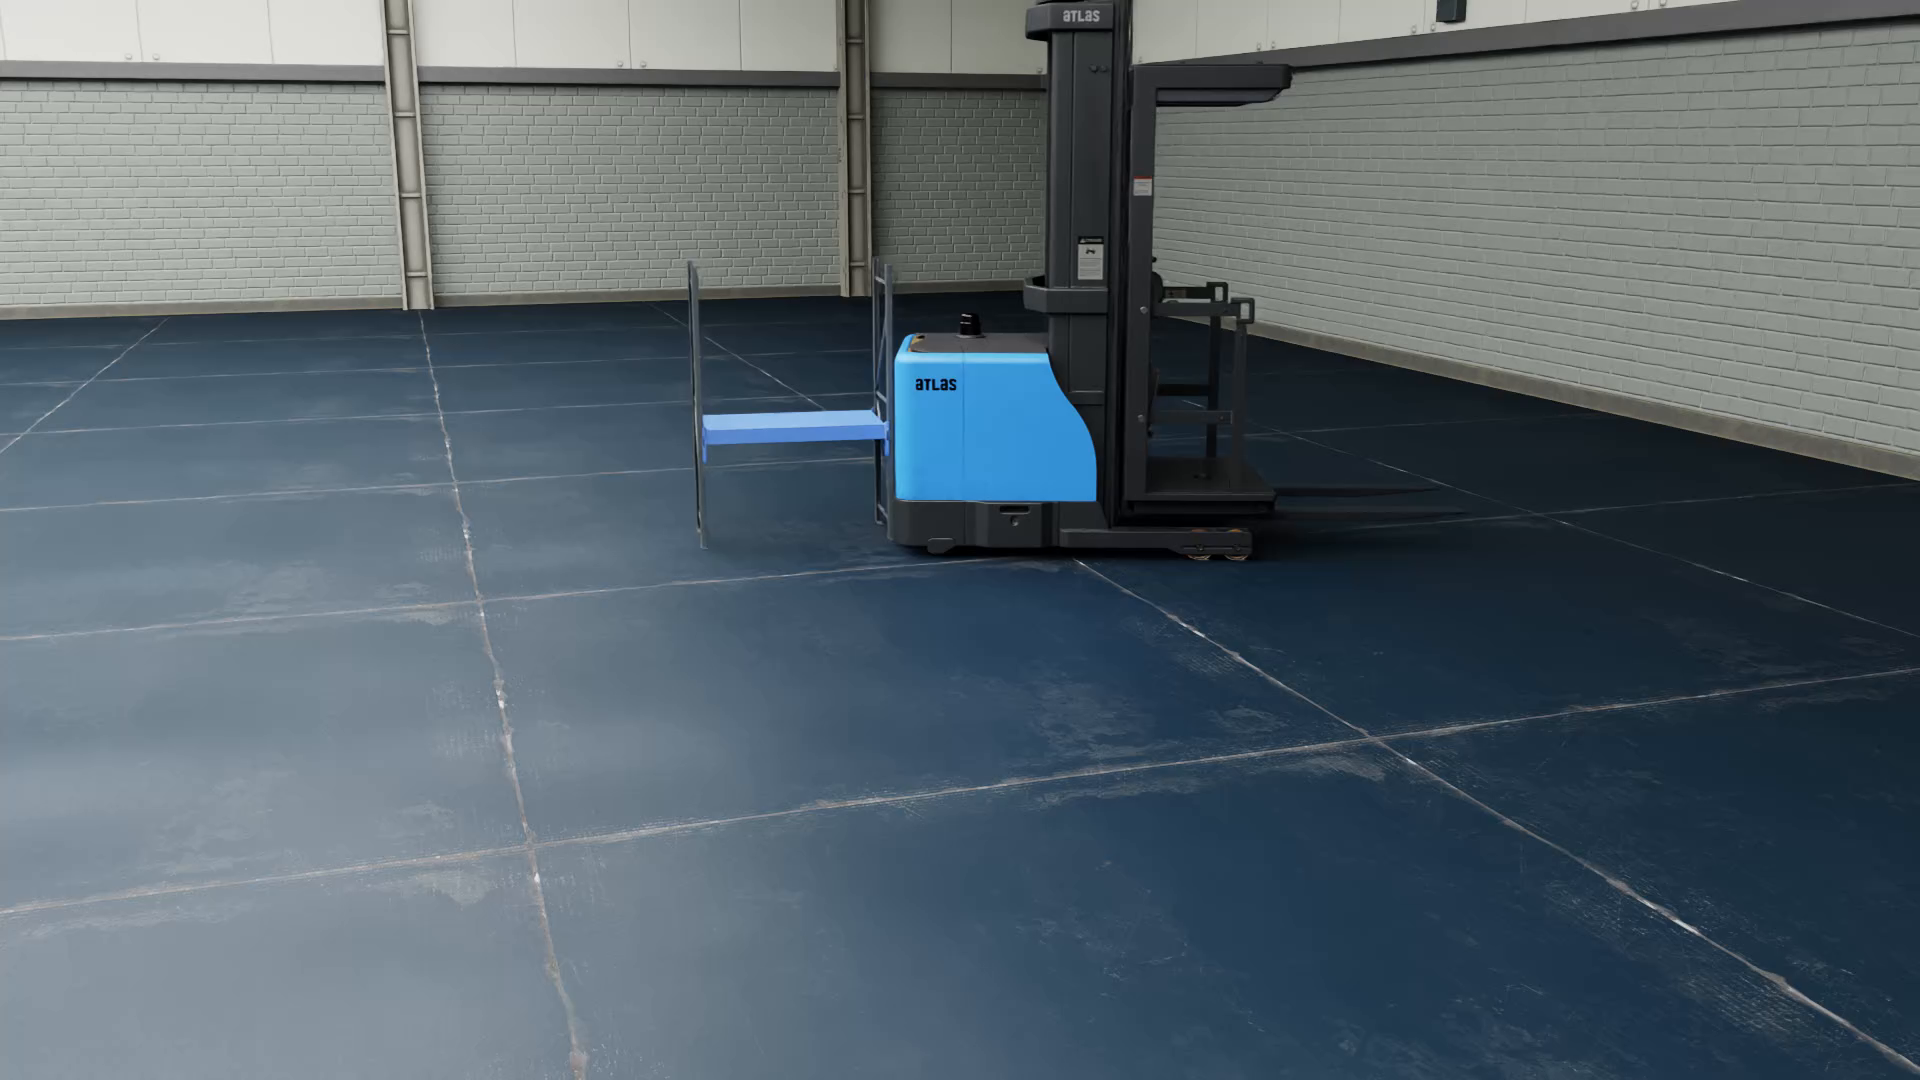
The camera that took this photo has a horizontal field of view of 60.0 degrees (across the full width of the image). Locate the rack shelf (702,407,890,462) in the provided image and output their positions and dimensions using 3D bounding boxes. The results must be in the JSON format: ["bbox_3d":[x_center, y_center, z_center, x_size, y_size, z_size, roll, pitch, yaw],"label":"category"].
[{"bbox_3d":[-0.922,-0.582,9.125,1.000,0.185,0.538,-3,14,-11],"label":"rack shelf"}]

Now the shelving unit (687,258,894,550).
[{"bbox_3d":[-0.922,-0.757,9.084,1.048,1.500,0.538,-3,14,-11],"label":"shelving unit"}]

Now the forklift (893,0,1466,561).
[{"bbox_3d":[1.172,-1.440,8.864,3.031,2.935,1.130,0,13,1],"label":"forklift"}]

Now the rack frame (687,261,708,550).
[{"bbox_3d":[-1.420,-0.733,8.985,0.032,1.500,0.500,-3,14,-11],"label":"rack frame"}]

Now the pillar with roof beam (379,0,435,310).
[{"bbox_3d":[-5.803,-6.503,17.037,0.400,9.000,9.100,-4,14,-18],"label":"pillar with roof beam"}]

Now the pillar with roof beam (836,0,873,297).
[{"bbox_3d":[-0.116,-6.946,18.898,0.400,9.000,9.100,-4,14,-18],"label":"pillar with roof beam"}]

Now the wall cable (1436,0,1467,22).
[{"bbox_3d":[4.737,-7.389,13.411,0.169,6.003,2.305,-4,14,-18],"label":"wall cable"}]

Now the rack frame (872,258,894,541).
[{"bbox_3d":[-0.424,-0.780,9.182,0.032,1.500,0.500,-3,14,-11],"label":"rack frame"}]

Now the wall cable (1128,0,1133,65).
[{"bbox_3d":[1.725,-6.307,22.922,0.112,2.526,3.097,-4,14,-18],"label":"wall cable"}]
